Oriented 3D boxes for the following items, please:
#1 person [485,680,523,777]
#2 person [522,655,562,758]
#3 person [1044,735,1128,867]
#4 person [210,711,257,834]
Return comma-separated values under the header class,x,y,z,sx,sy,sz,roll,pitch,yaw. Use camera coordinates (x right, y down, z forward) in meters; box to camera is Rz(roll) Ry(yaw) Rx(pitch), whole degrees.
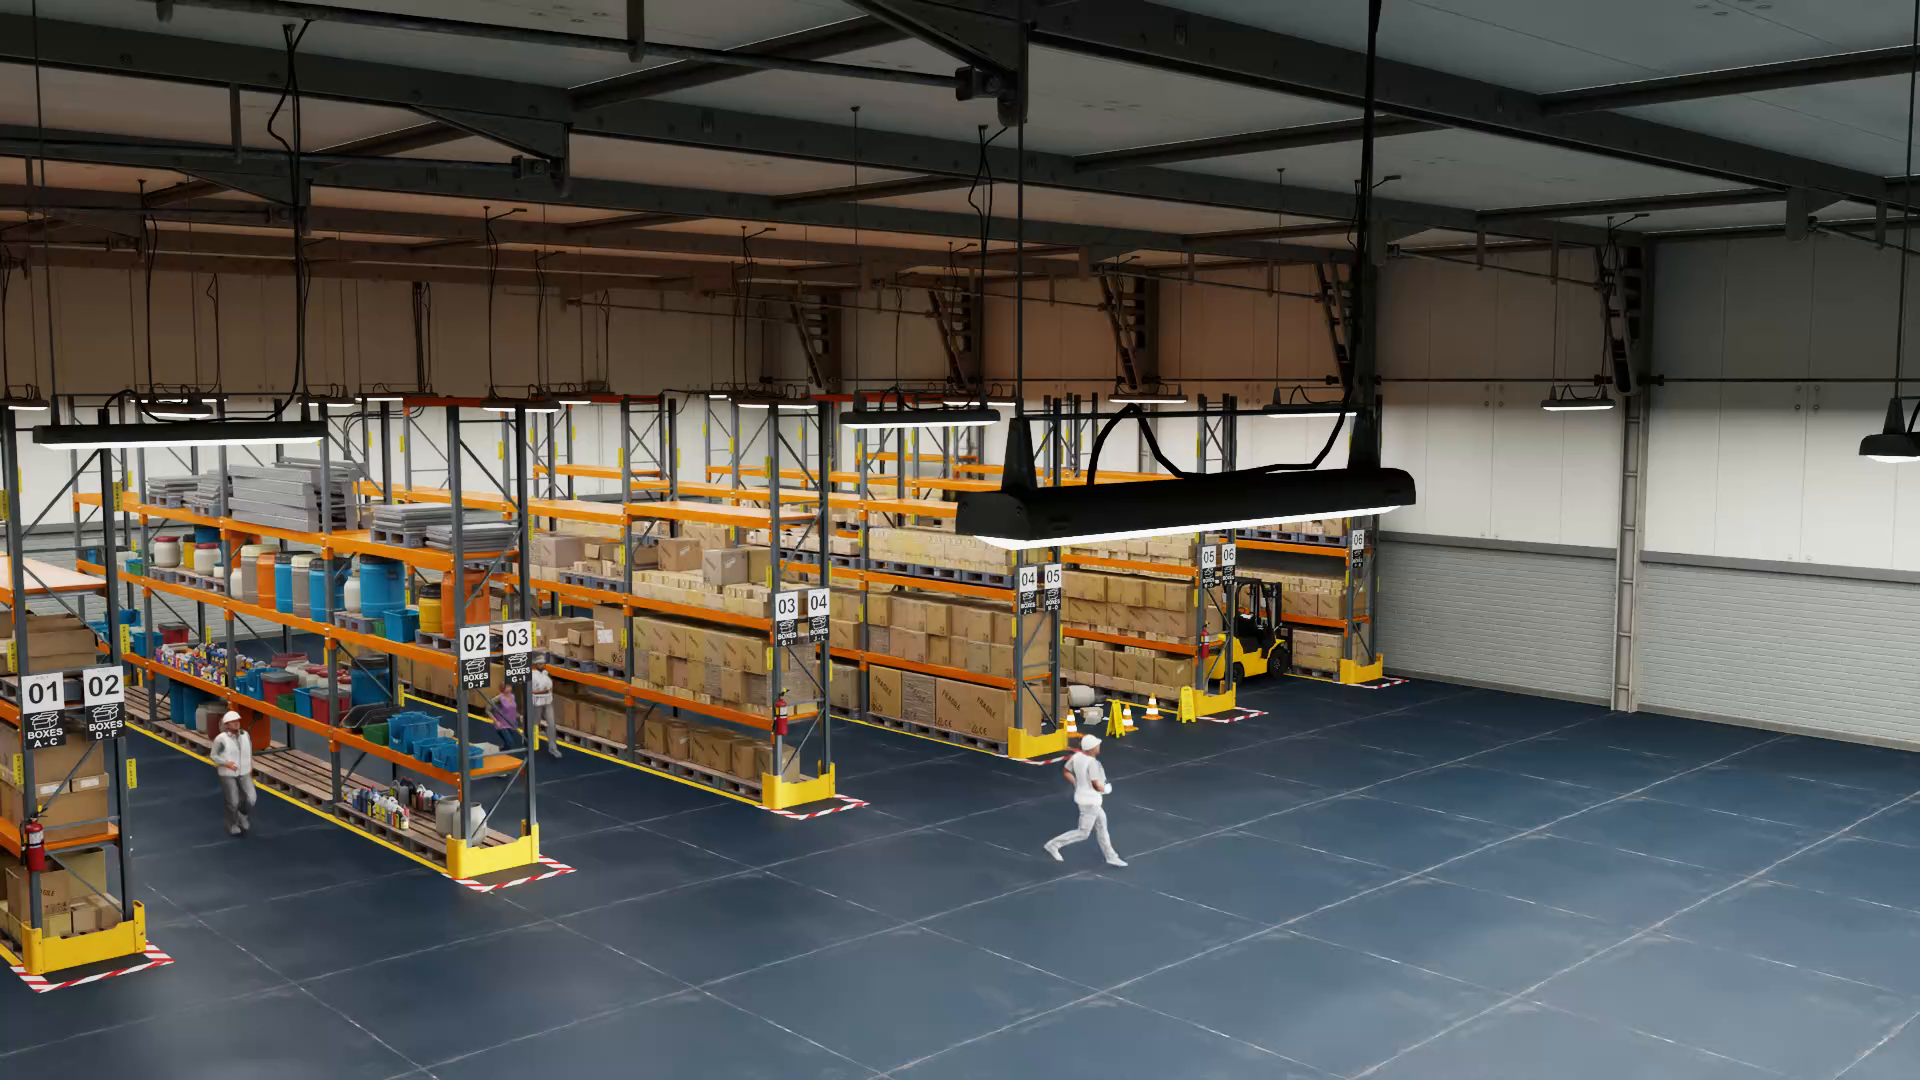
class,x,y,z,sx,sy,sz,roll,pitch,yaw
person,-7.189,2.991,26.383,0.587,1.559,0.513,3,6,27
person,-7.025,2.764,27.901,0.883,1.700,0.581,4,7,38
person,1.635,3.391,21.370,1.160,1.782,0.648,-1,6,-11
person,-10.026,3.232,23.040,0.599,1.734,0.658,5,8,43
